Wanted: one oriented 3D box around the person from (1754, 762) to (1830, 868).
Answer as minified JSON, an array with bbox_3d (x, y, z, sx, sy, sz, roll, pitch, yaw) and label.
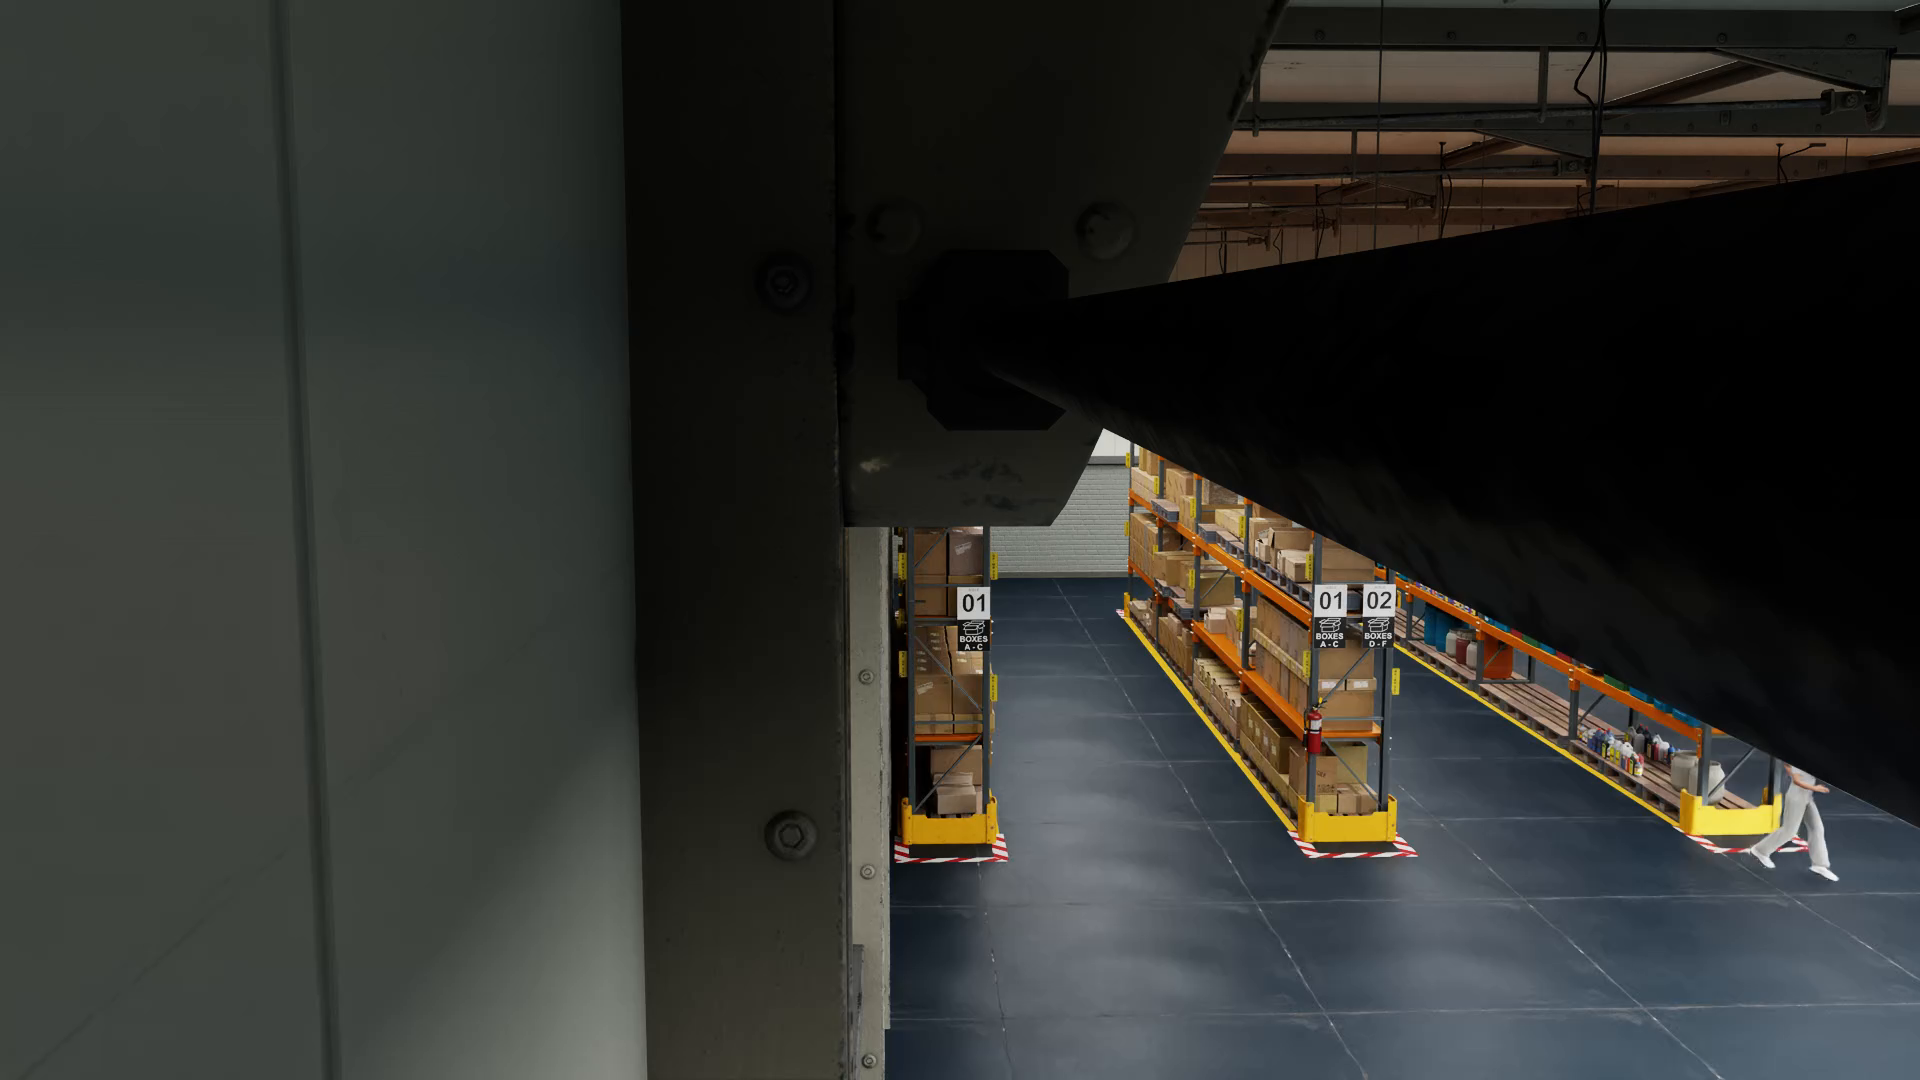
[{"bbox_3d":[9.694,2.980,19.272,0.797,1.574,0.601,5,9,36],"label":"person"}]
